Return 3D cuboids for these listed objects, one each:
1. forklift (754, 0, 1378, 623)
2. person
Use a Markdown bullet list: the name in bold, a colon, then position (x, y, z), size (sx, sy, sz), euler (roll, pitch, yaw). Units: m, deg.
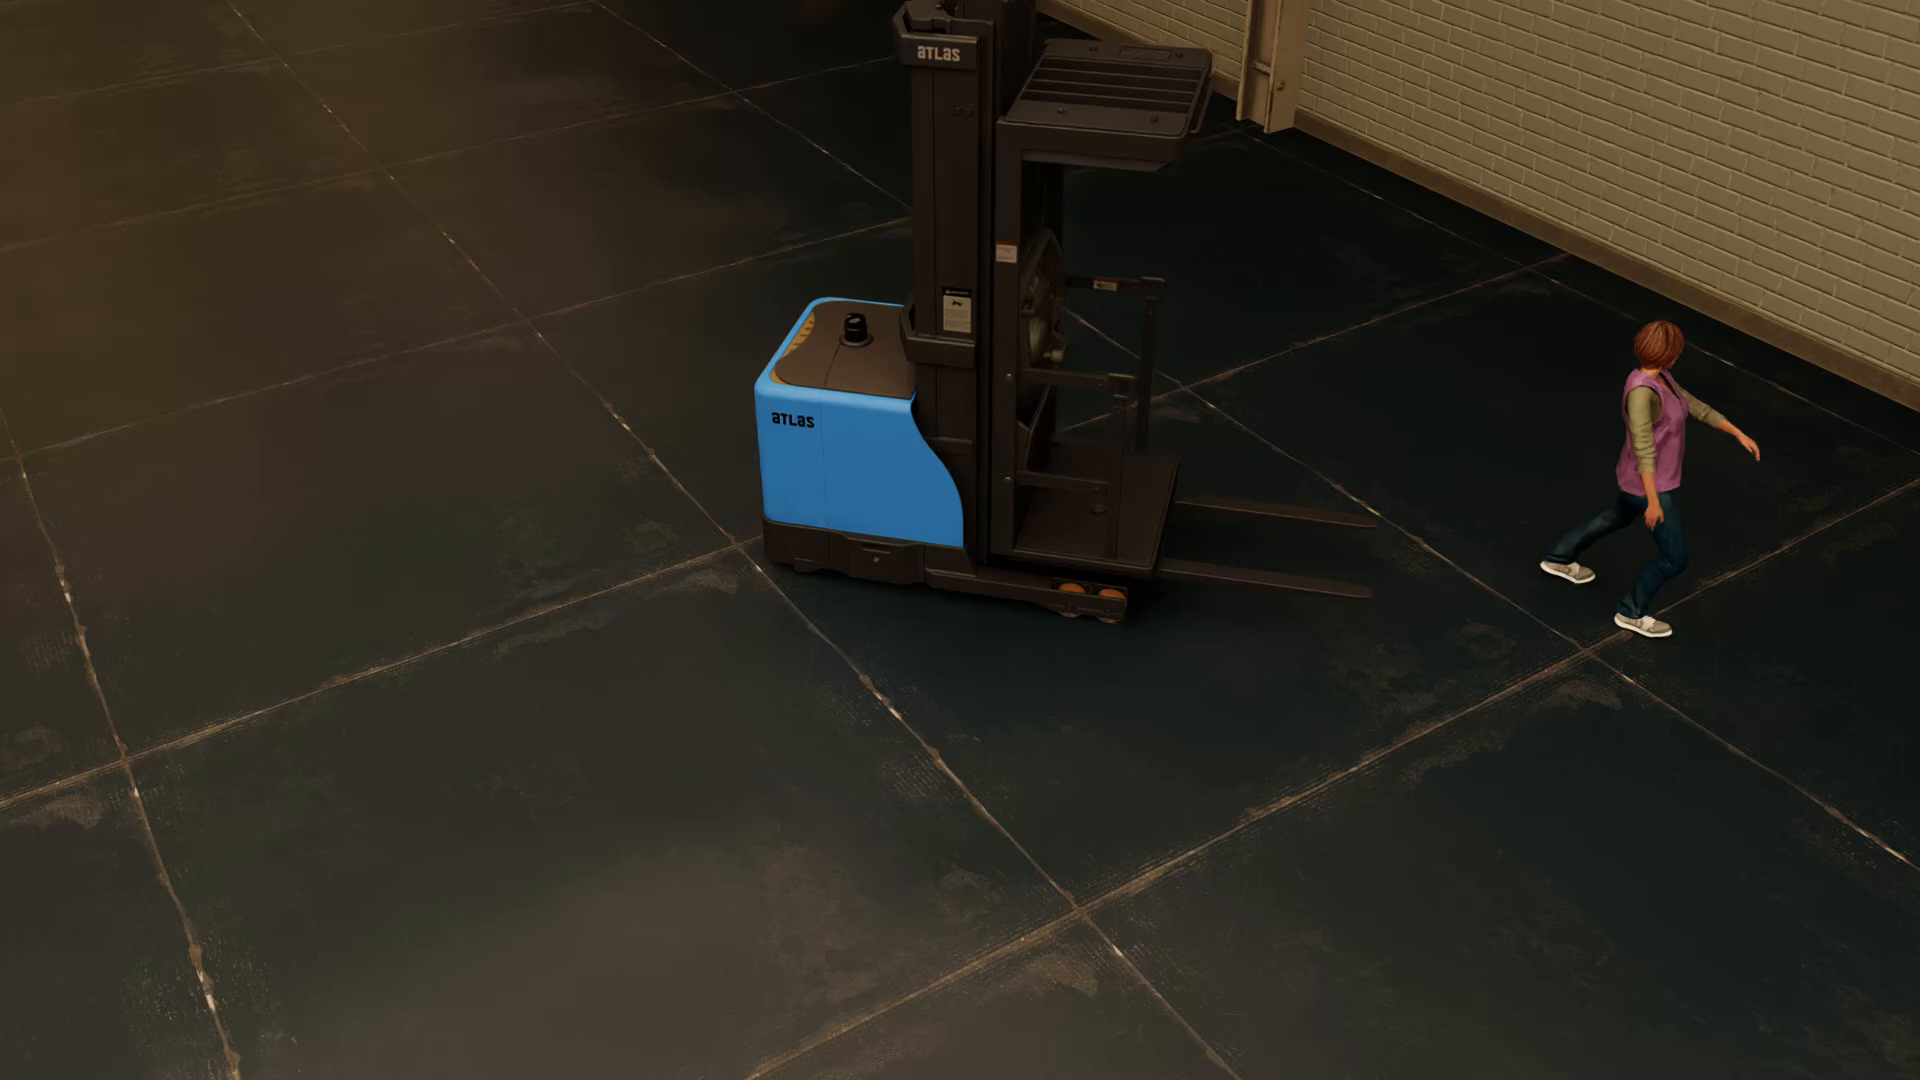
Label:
- **forklift**: position (0.574, -1.132, 7.758), size (3.031, 2.935, 1.130), euler (8, 36, 11)
- **person**: position (3.254, -0.257, 7.767), size (0.792, 1.495, 0.623), euler (9, 36, 13)
